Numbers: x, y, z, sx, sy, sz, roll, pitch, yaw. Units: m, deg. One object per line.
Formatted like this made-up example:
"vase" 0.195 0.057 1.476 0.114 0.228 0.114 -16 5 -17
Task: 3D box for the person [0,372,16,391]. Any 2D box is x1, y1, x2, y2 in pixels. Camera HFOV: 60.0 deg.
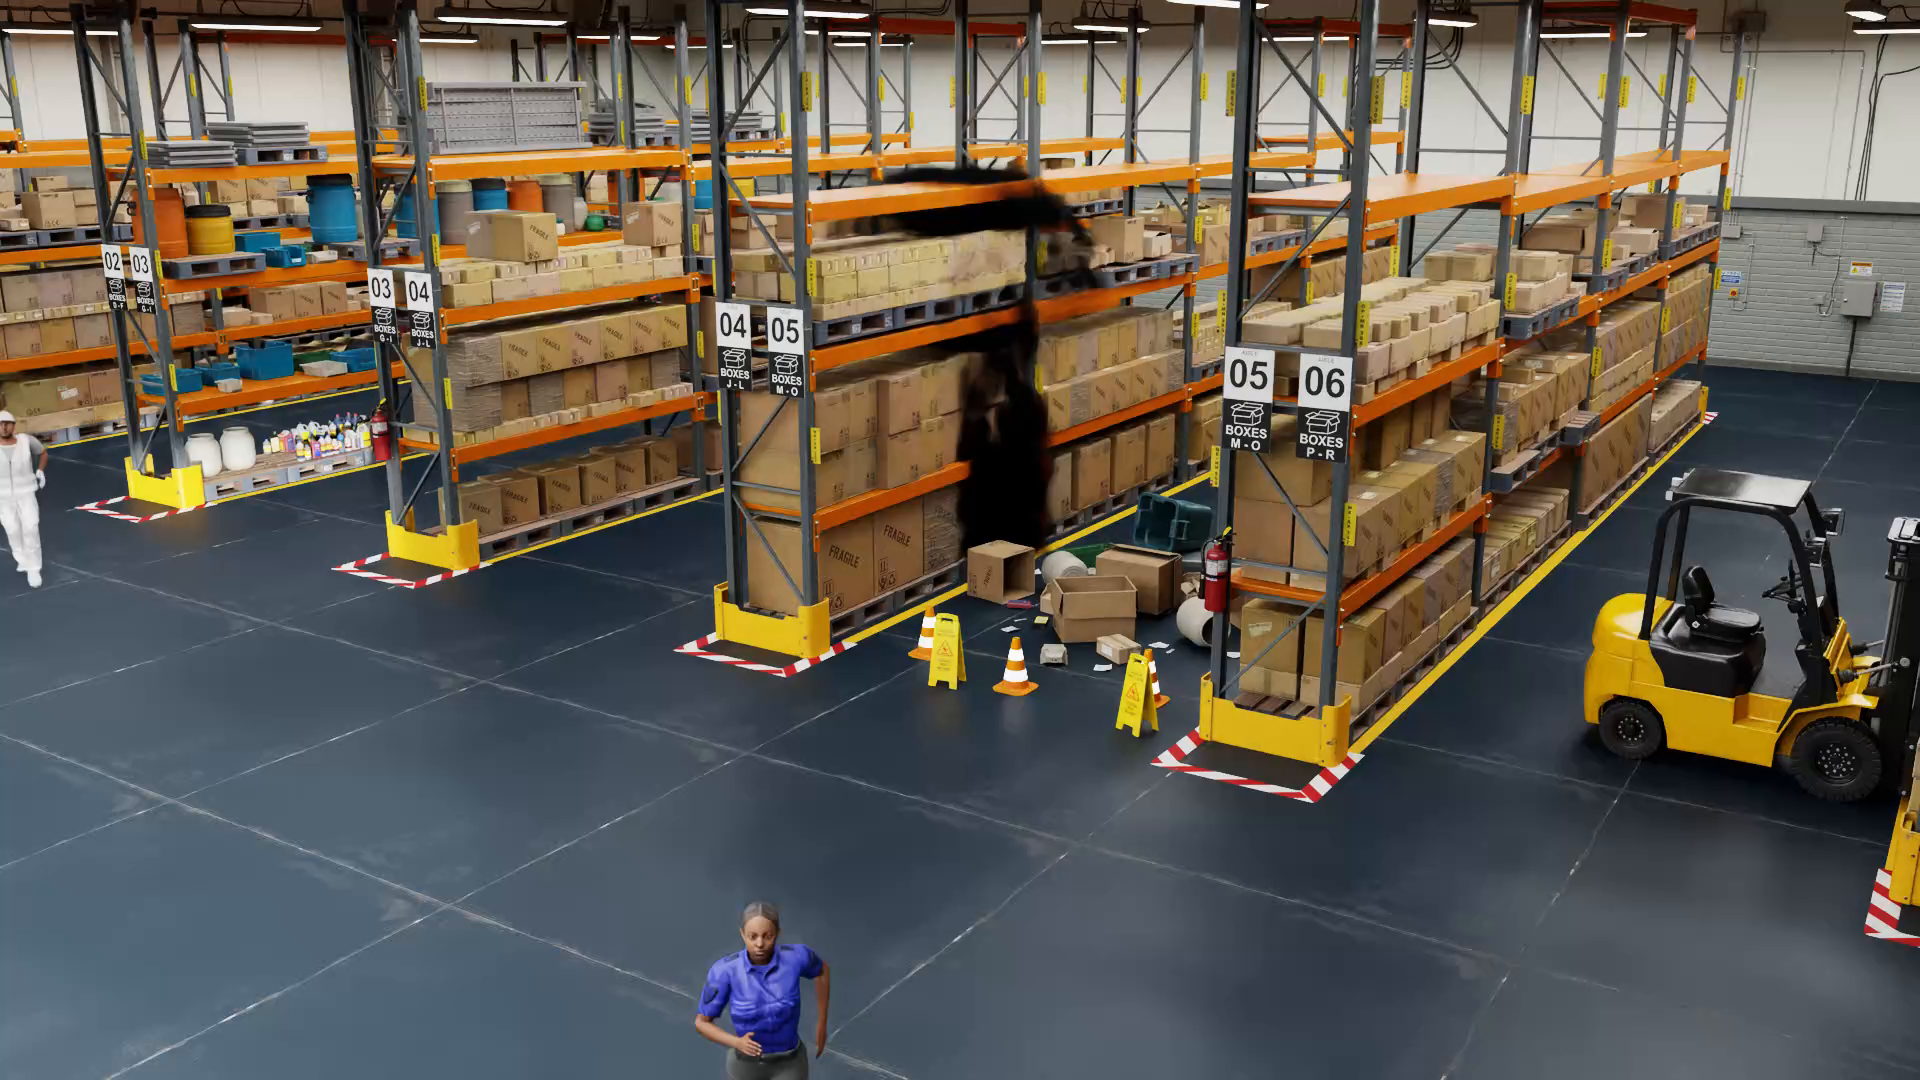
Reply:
"person" -14.585 -2.519 25.261 0.636 1.706 0.748 7 17 23

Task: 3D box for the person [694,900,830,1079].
"person" -0.878 2.392 7.507 0.603 1.707 0.805 -2 16 -6

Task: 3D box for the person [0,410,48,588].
"person" -9.935 -0.455 17.495 0.659 1.835 0.752 -7 17 -23
